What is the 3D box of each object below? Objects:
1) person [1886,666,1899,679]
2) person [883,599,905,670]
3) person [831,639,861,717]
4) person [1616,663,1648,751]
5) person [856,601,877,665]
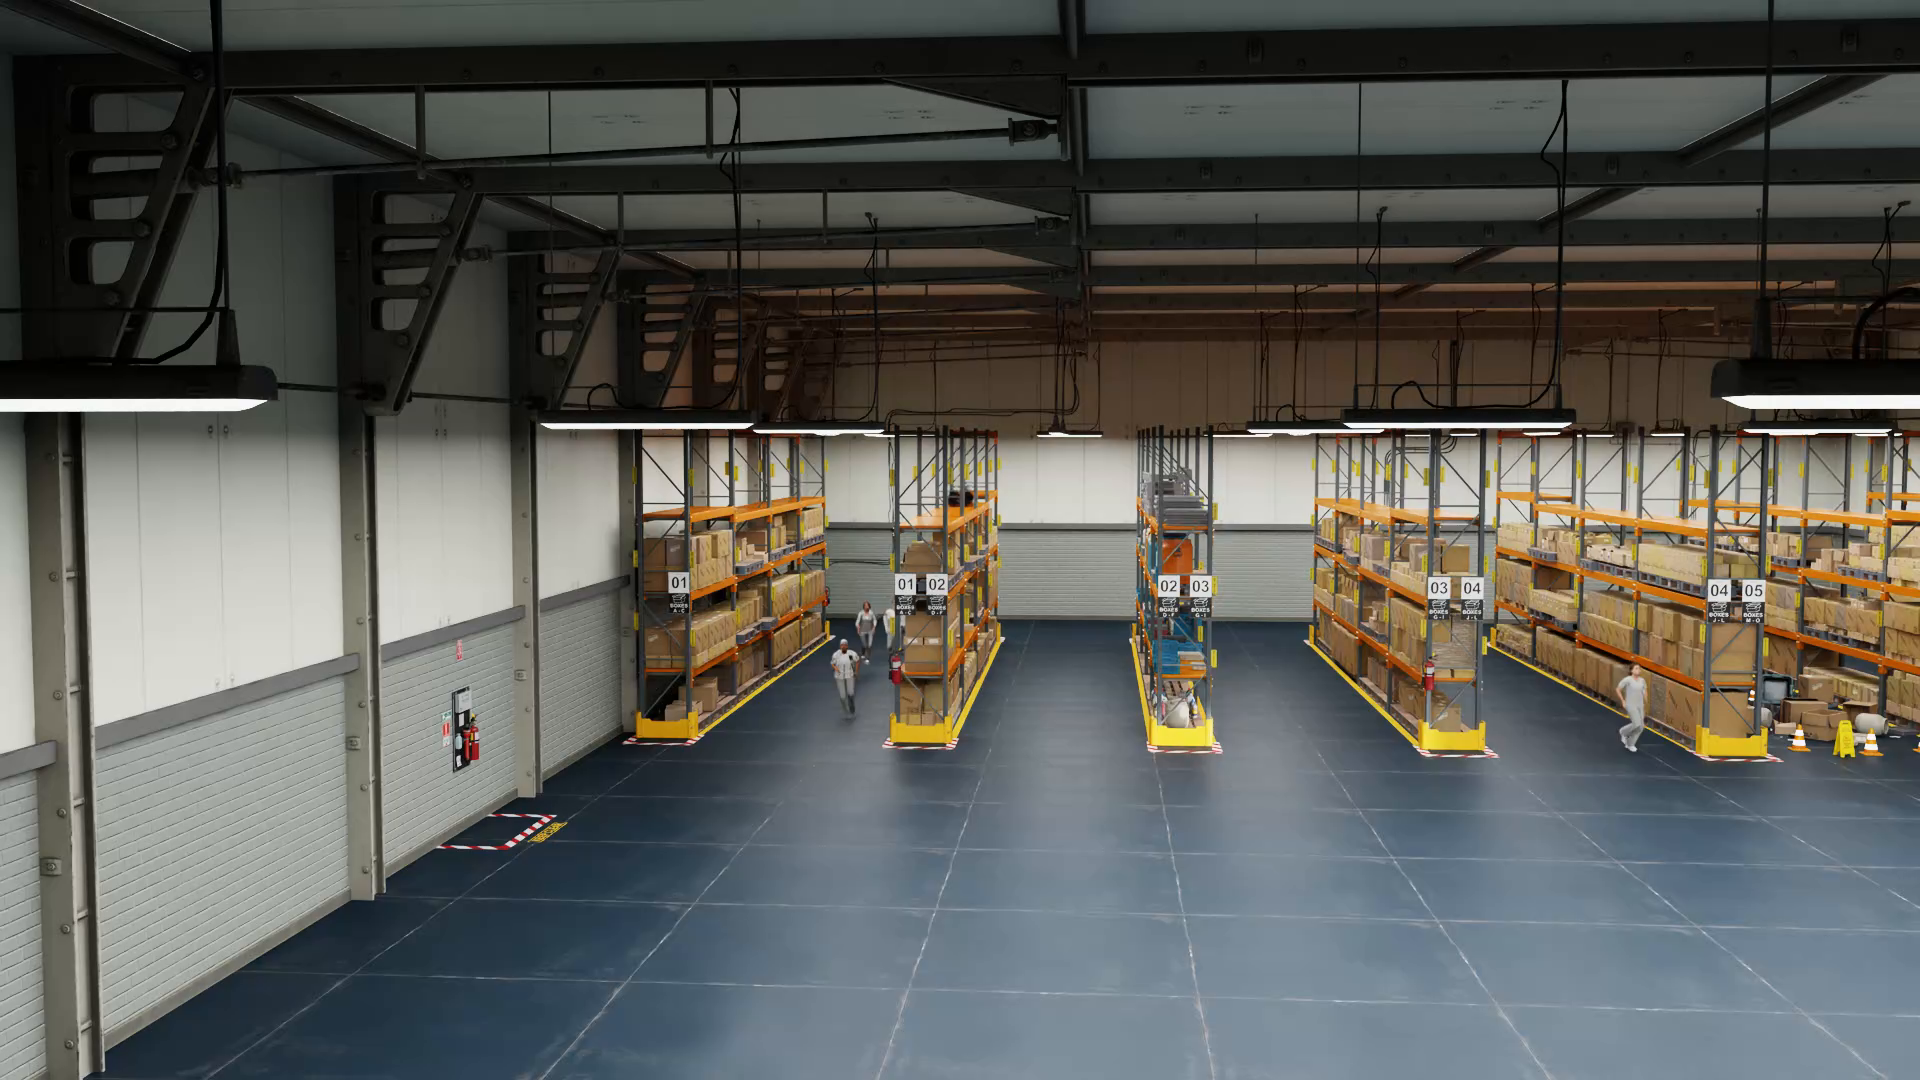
[{"bbox_3d":[22.290,2.520,39.892,0.626,1.644,0.637,0,3,-2],"label":"person"},{"bbox_3d":[-1.577,2.259,39.834,0.580,1.719,0.712,0,3,7],"label":"person"},{"bbox_3d":[-2.366,2.851,34.248,0.606,1.624,0.583,0,3,1],"label":"person"},{"bbox_3d":[12.426,3.074,30.627,0.566,1.632,0.548,-1,4,-14],"label":"person"},{"bbox_3d":[-2.277,2.248,40.437,0.522,1.529,0.539,-1,3,-10],"label":"person"}]
